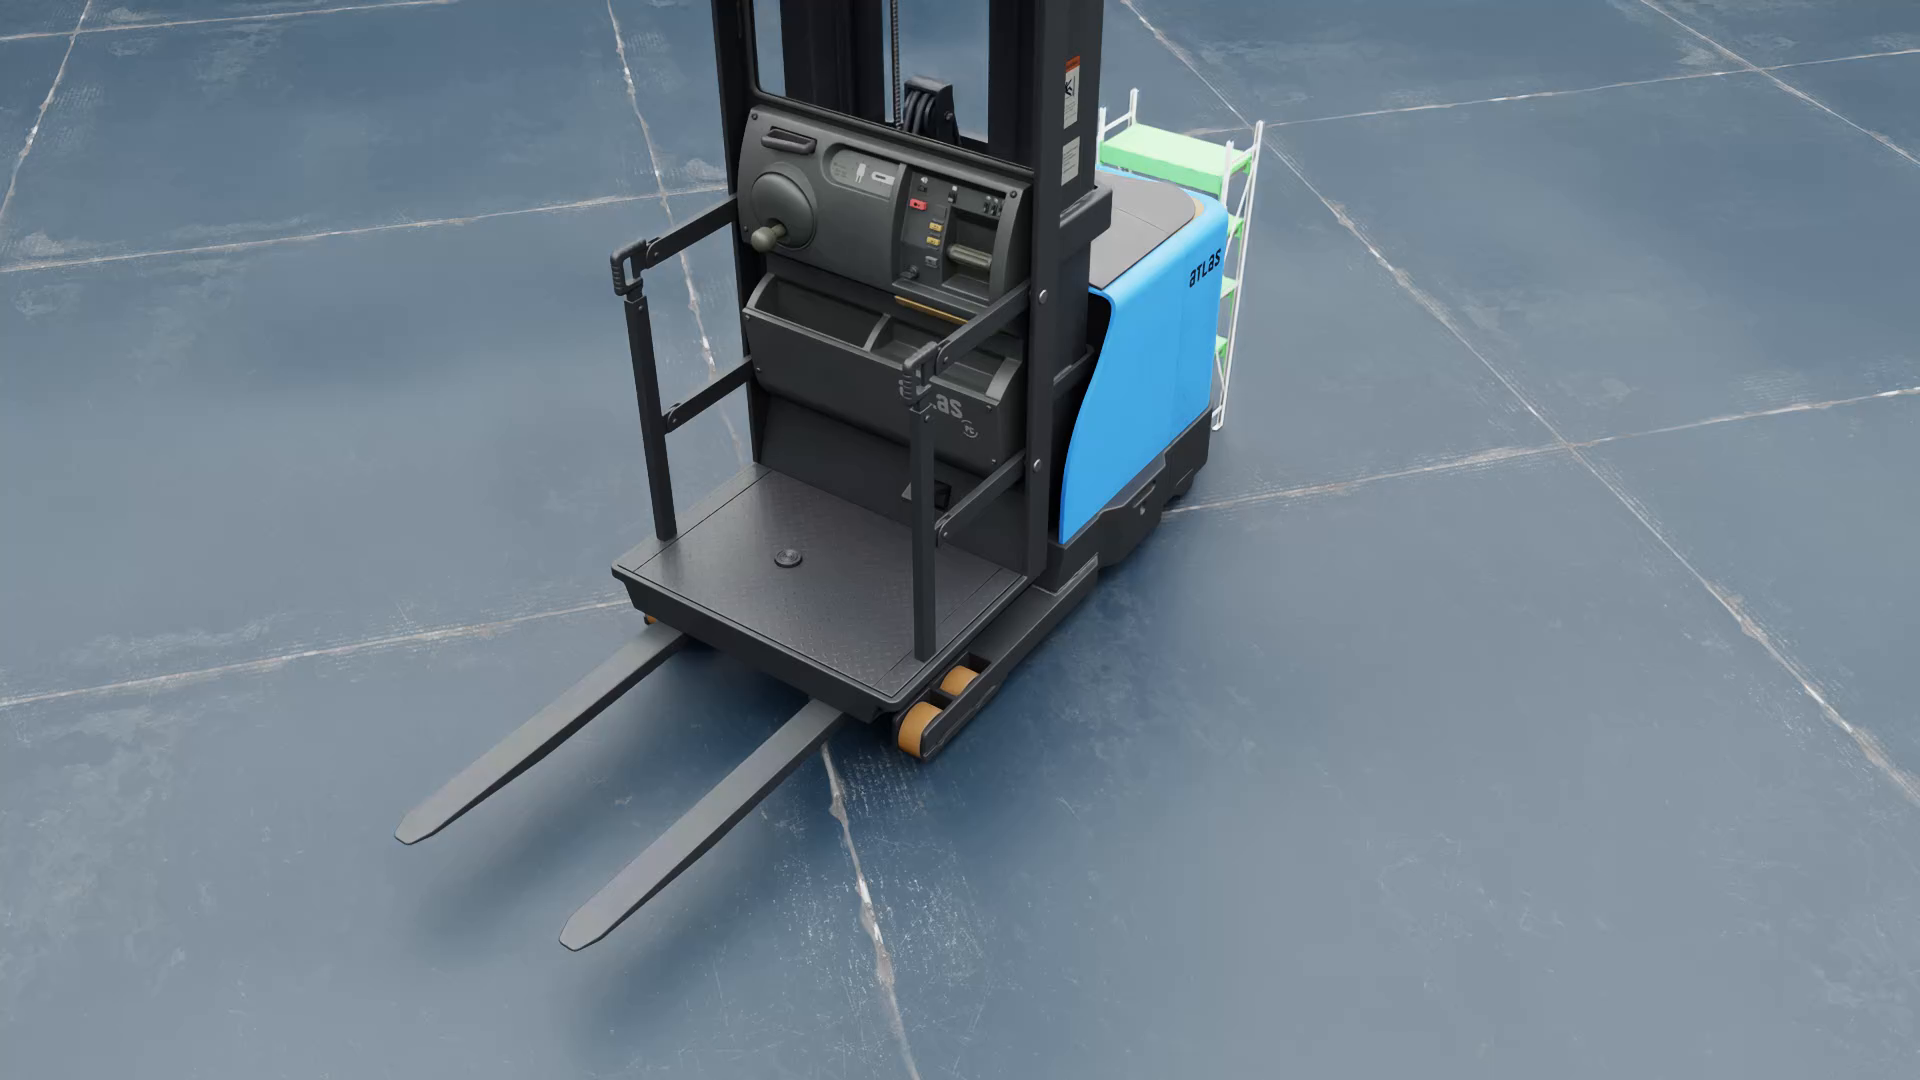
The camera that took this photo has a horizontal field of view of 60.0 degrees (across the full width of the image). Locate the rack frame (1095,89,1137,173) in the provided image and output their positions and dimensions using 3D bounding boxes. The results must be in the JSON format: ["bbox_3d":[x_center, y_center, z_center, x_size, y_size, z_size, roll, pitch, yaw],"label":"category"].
[{"bbox_3d":[0.536,-1.040,6.113,0.015,1.200,0.240,23,41,27],"label":"rack frame"}]

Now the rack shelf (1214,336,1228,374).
[{"bbox_3d":[0.730,-0.708,6.180,0.480,0.148,0.258,23,41,27],"label":"rack shelf"}]

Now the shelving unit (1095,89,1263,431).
[{"bbox_3d":[0.737,-0.956,6.003,0.503,1.200,0.258,23,41,27],"label":"shelving unit"}]

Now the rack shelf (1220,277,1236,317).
[{"bbox_3d":[0.735,-0.904,6.040,0.480,0.148,0.258,23,41,27],"label":"rack shelf"}]

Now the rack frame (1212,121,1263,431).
[{"bbox_3d":[0.937,-0.871,5.893,0.015,1.200,0.240,23,41,27],"label":"rack frame"}]

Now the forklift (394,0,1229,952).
[{"bbox_3d":[-0.355,-0.852,4.452,1.130,2.935,3.031,23,43,27],"label":"forklift"}]

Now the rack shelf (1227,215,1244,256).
[{"bbox_3d":[0.741,-1.099,5.901,0.480,0.148,0.258,23,41,27],"label":"rack shelf"}]

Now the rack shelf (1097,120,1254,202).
[{"bbox_3d":[0.746,-1.294,5.761,0.480,0.148,0.258,23,41,27],"label":"rack shelf"}]
